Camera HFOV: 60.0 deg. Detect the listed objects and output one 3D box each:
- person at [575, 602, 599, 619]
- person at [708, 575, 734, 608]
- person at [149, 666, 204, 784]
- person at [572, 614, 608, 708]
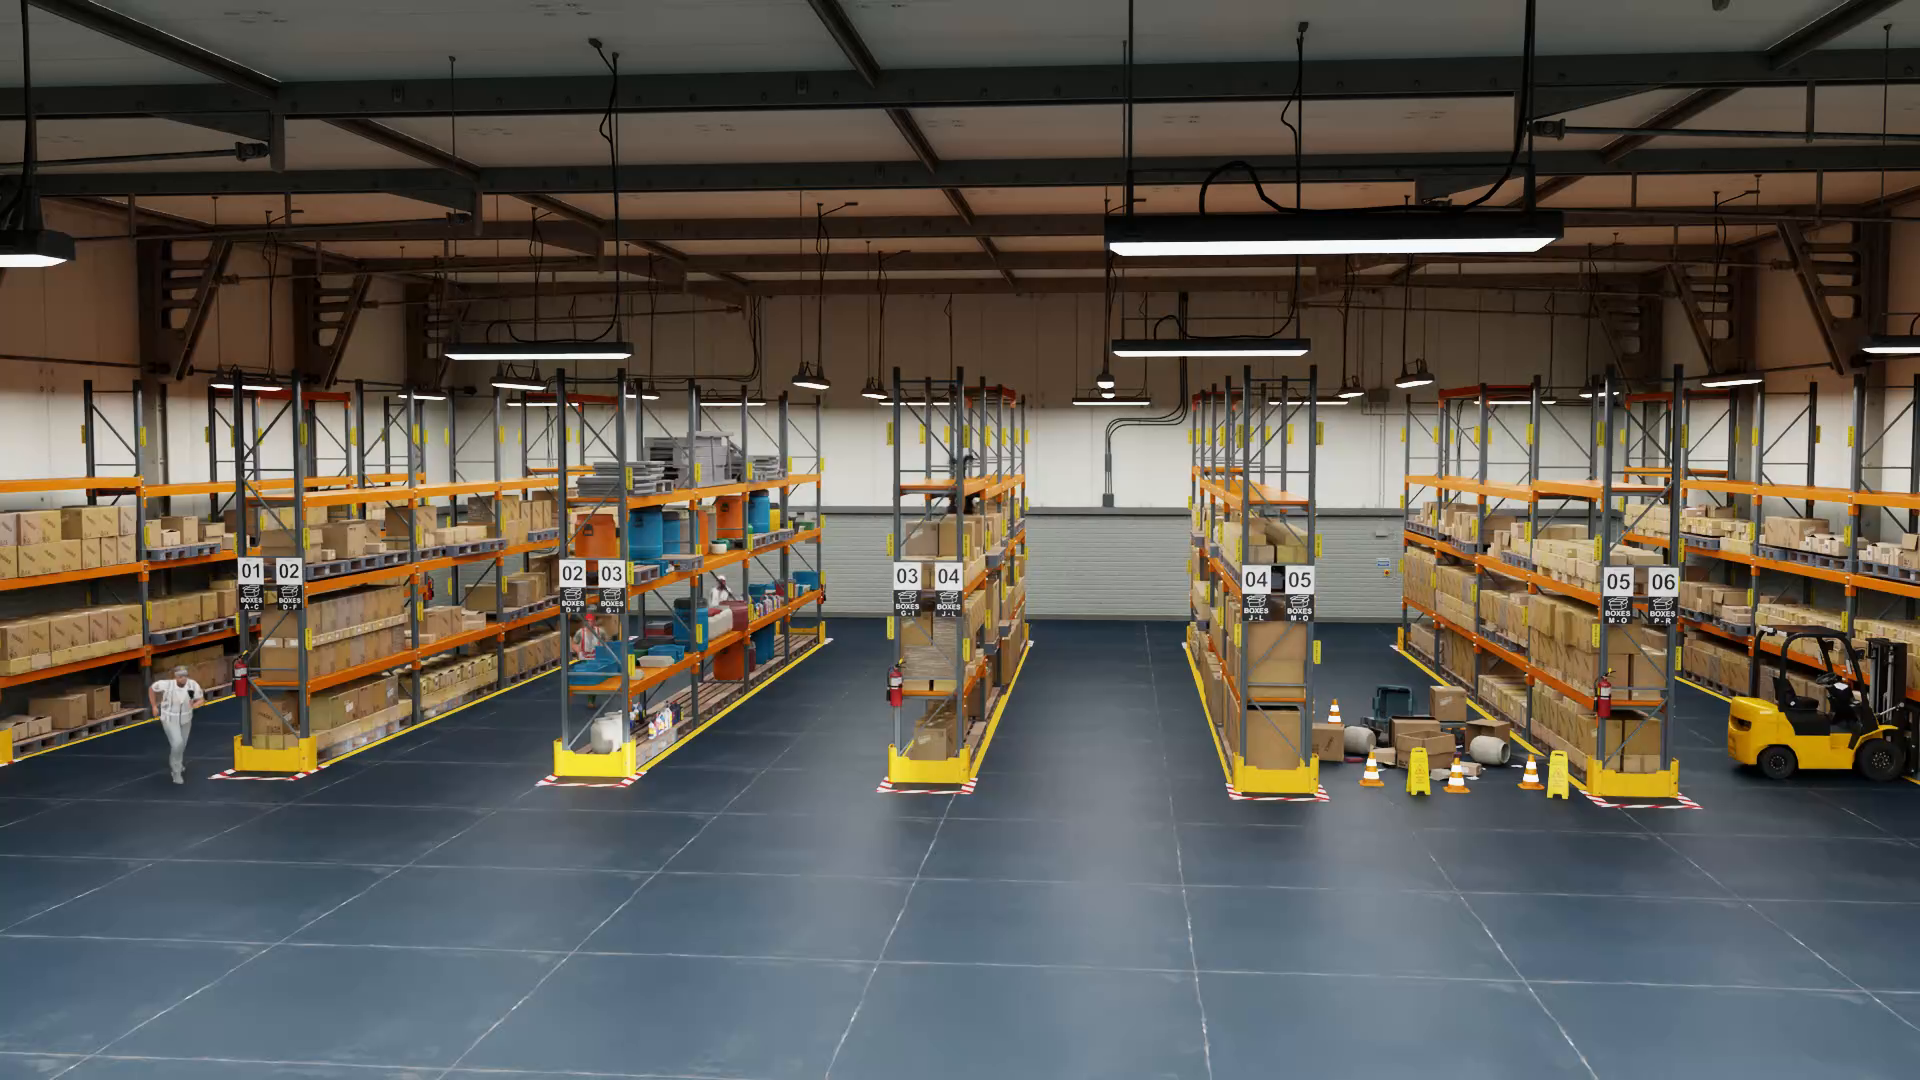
[{"bbox_3d":[-9.560,1.446,43.048,0.988,1.838,0.729,3,5,43],"label":"person"},{"bbox_3d":[-5.668,1.697,39.477,0.664,1.732,0.590,1,4,8],"label":"person"},{"bbox_3d":[-11.432,2.671,24.261,0.709,1.763,0.979,-3,5,-39],"label":"person"},{"bbox_3d":[-6.860,2.216,30.919,0.661,1.740,0.835,0,4,-8],"label":"person"}]
